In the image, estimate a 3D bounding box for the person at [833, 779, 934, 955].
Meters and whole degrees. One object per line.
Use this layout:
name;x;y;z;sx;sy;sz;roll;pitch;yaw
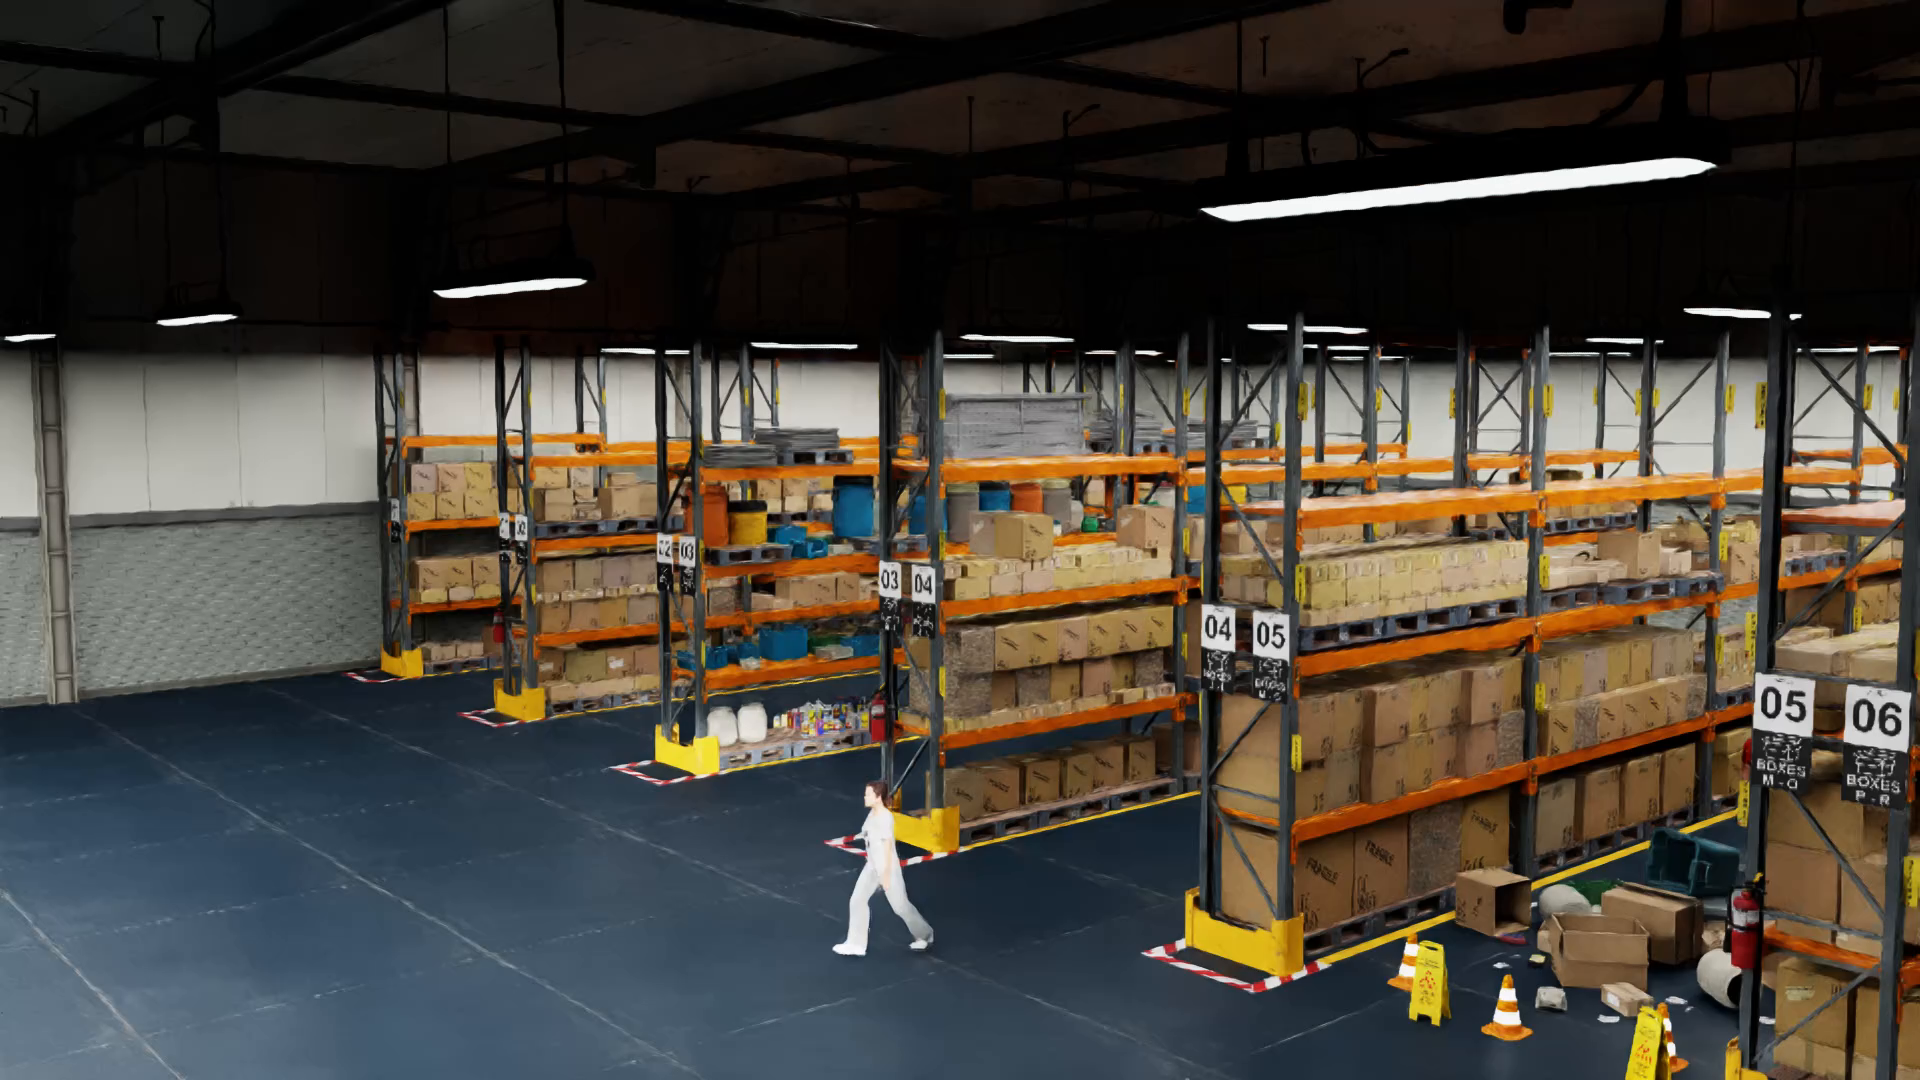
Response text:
person;-0.672;2.976;15.134;0.924;1.621;0.463;-2;6;-25

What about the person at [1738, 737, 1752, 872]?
person;8.574;2.675;17.791;0.588;1.731;0.495;-1;5;-10
